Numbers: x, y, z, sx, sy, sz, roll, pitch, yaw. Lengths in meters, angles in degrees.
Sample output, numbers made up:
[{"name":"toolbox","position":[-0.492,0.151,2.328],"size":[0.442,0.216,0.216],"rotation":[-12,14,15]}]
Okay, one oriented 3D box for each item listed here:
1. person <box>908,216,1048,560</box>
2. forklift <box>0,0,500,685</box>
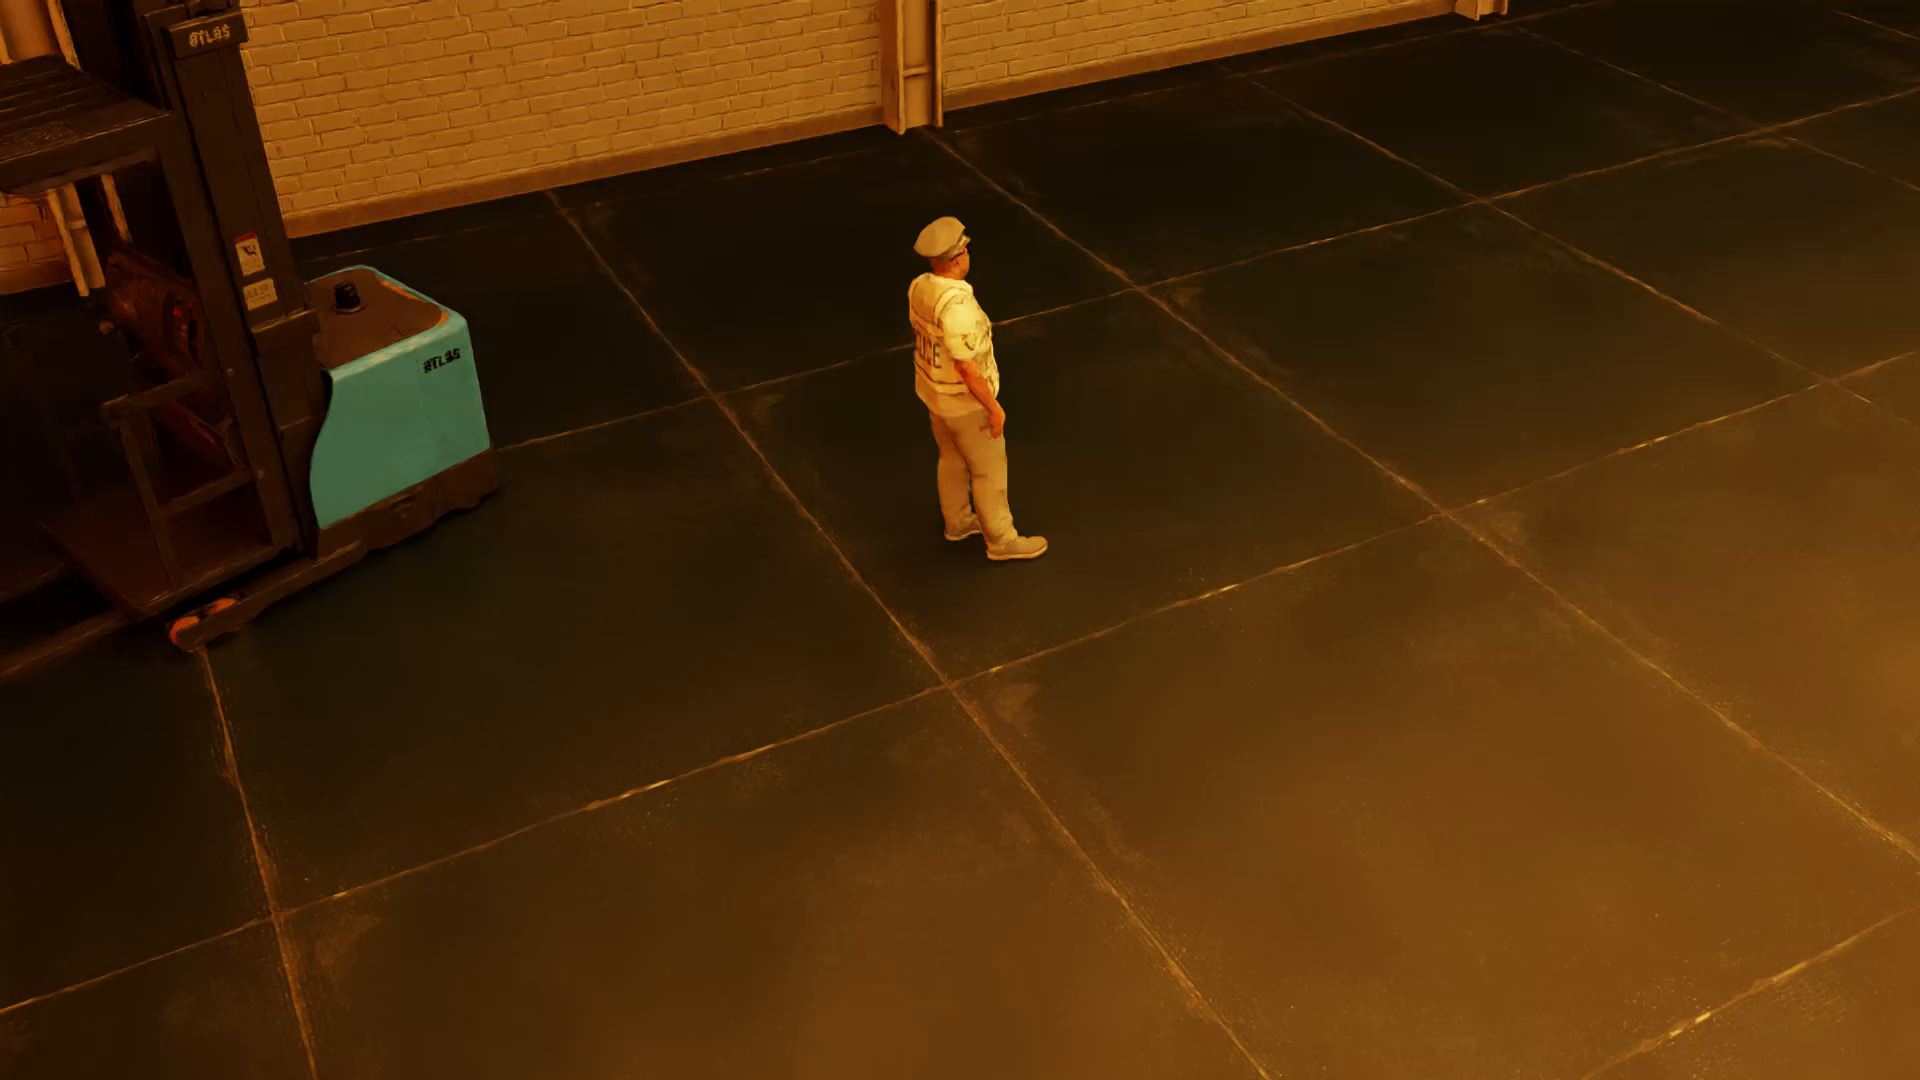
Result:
[{"name":"person","position":[0.074,-0.748,8.165],"size":[0.574,1.778,0.640],"rotation":[-17,39,-23]},{"name":"forklift","position":[-3.839,-0.999,7.536],"size":[1.130,2.935,3.031],"rotation":[27,44,33]}]
